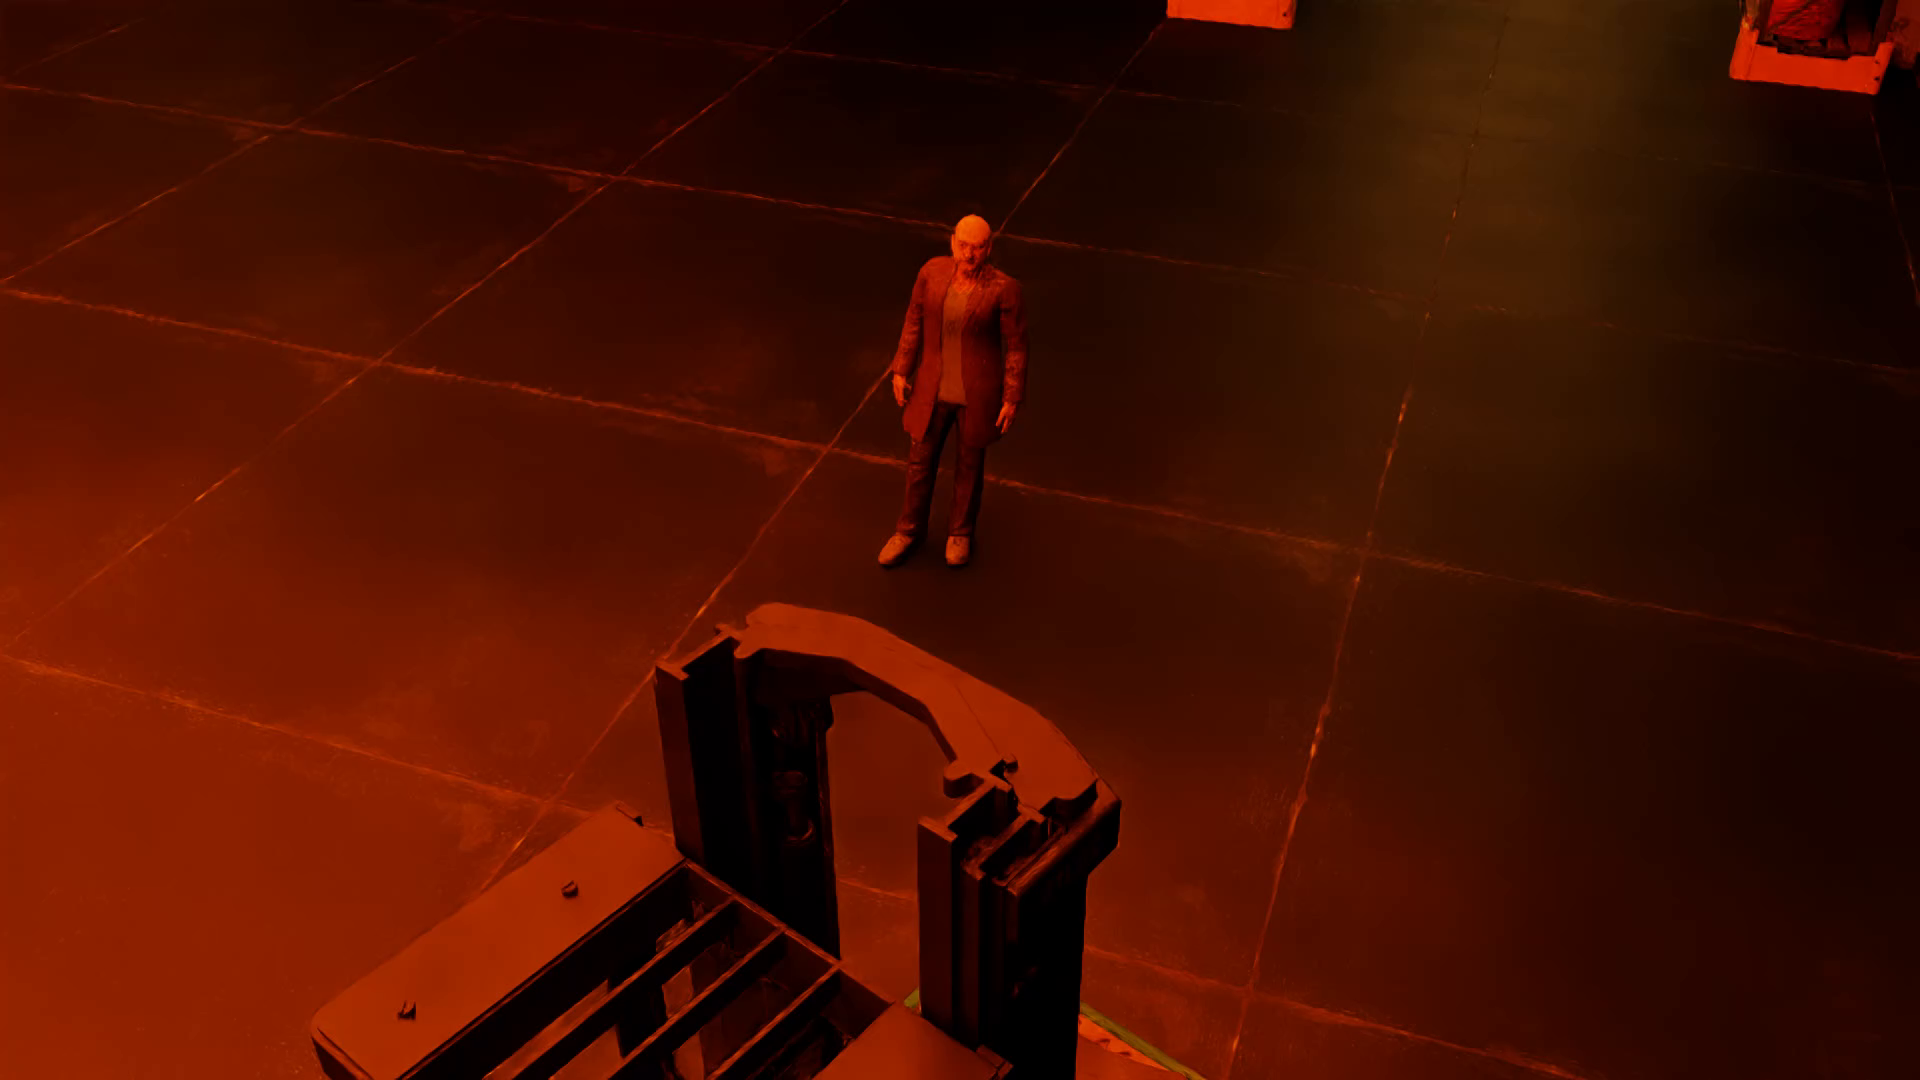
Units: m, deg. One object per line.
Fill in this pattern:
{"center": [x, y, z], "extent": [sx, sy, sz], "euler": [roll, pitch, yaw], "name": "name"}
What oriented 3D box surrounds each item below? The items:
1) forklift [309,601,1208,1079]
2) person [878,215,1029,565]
{"center": [-0.514, 1.724, 3.680], "extent": [1.130, 2.935, 3.031], "euler": [25, 43, 31], "name": "forklift"}
{"center": [-0.035, -0.682, 8.058], "extent": [0.694, 1.776, 0.580], "euler": [12, 37, 16], "name": "person"}
